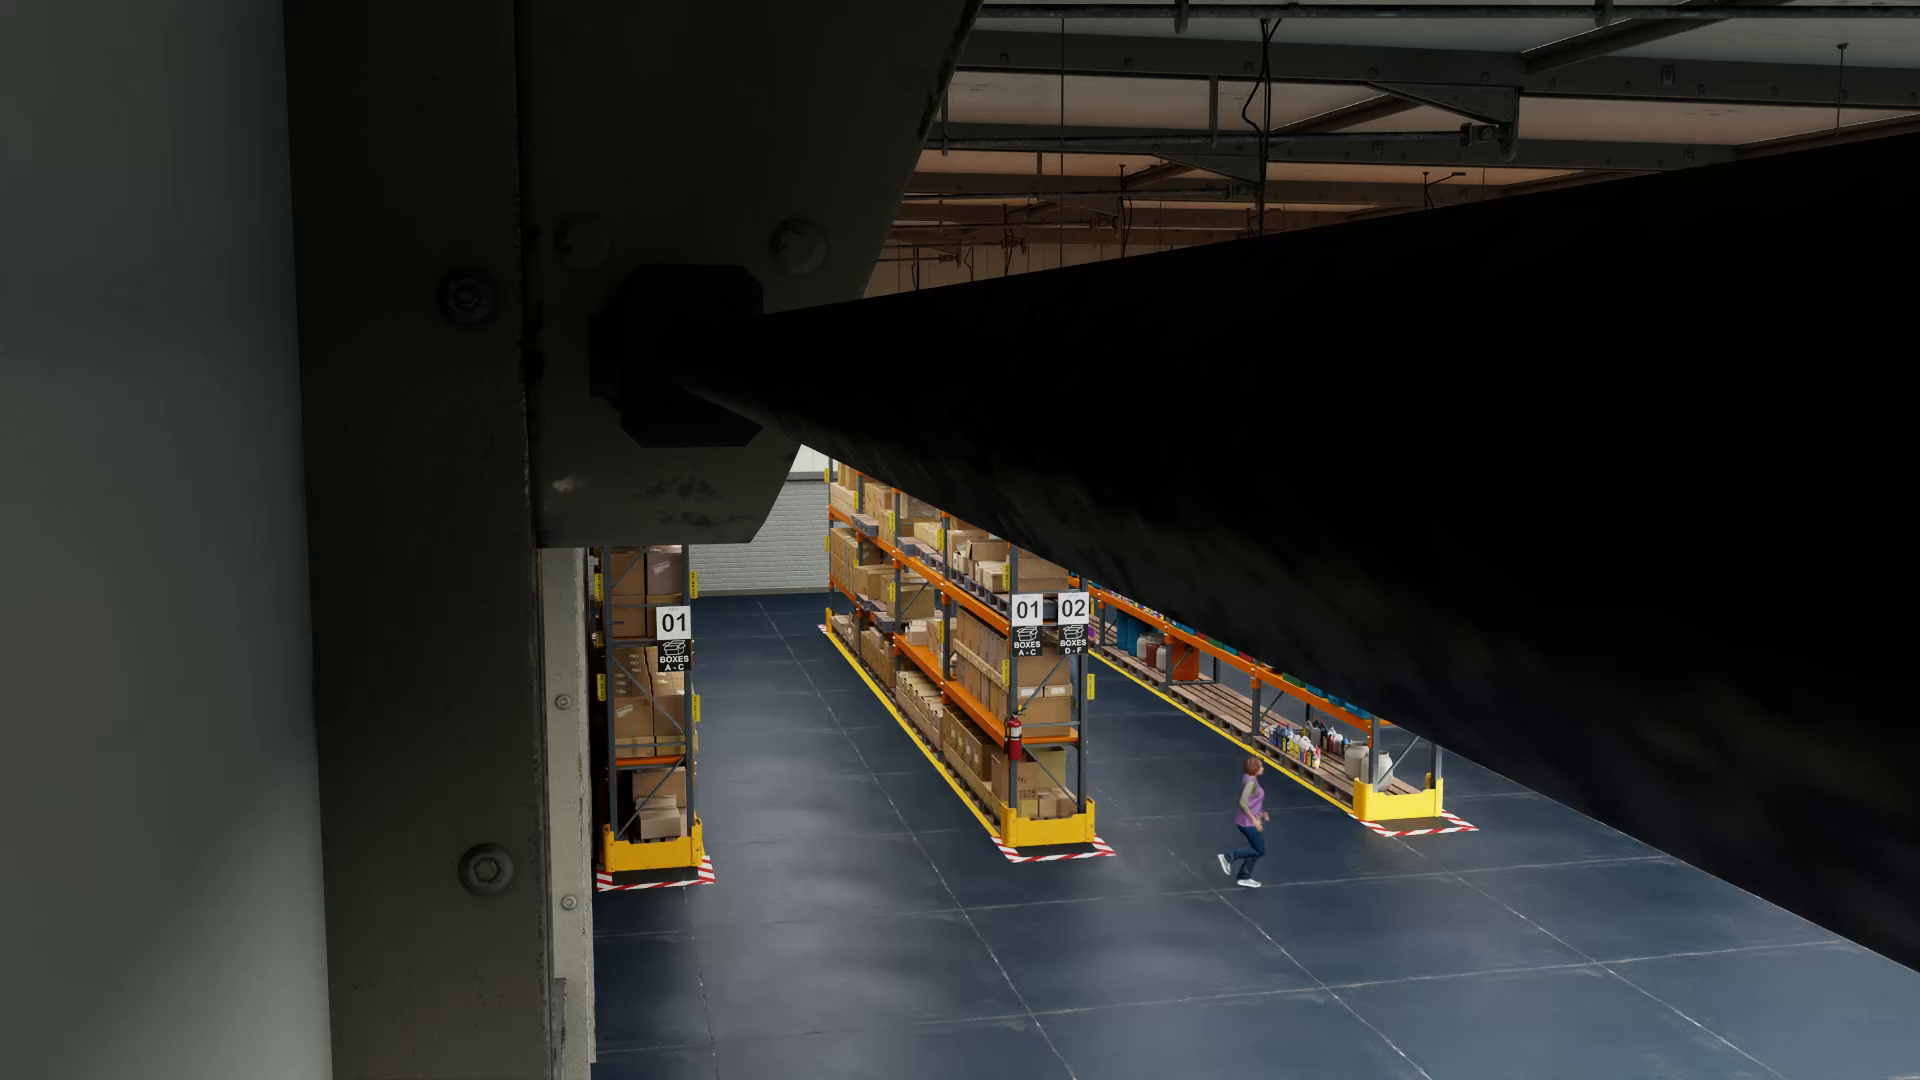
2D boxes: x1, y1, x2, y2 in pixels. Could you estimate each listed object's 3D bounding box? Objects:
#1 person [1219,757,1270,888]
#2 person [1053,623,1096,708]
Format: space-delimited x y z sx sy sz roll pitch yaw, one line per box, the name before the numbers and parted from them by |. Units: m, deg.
person | 3.312 3.281 19.359 0.574 1.552 0.527 1 7 11
person | 2.026 1.996 28.925 0.698 1.758 0.983 -3 7 -21
